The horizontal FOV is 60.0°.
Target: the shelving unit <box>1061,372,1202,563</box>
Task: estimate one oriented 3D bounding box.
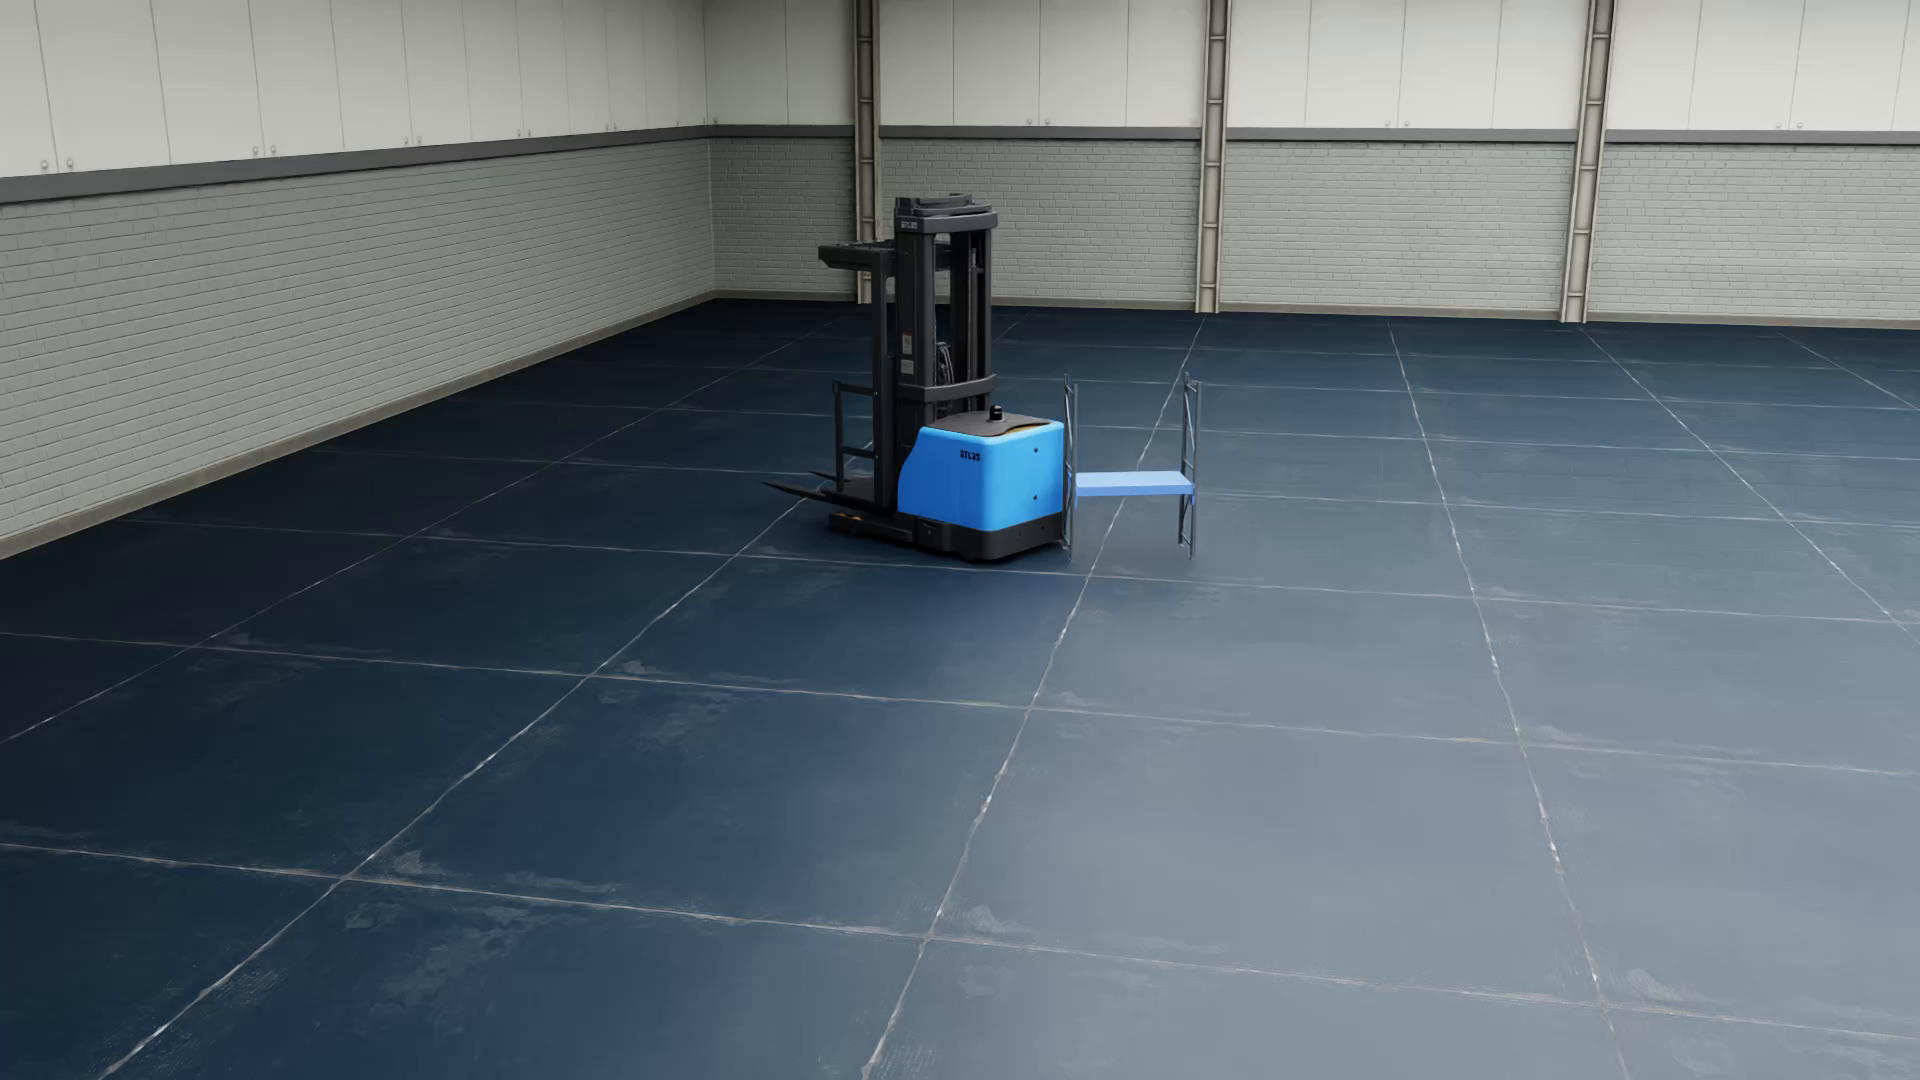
[{"bbox_3d":[1.416,-0.608,13.878,1.048,1.500,0.538,-1,16,-5],"label":"shelving unit"}]

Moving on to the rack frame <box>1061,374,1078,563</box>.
[{"bbox_3d":[0.910,-0.595,13.831,0.032,1.500,0.500,-1,16,-5],"label":"rack frame"}]

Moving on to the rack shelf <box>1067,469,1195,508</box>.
[{"bbox_3d":[1.416,-0.435,13.926,1.000,0.185,0.538,-1,16,-5],"label":"rack shelf"}]

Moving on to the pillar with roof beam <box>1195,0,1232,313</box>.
[{"bbox_3d":[3.412,-7.153,23.459,0.400,9.000,9.100,3,16,11],"label":"pillar with roof beam"}]

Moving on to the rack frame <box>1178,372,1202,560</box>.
[{"bbox_3d":[1.922,-0.621,13.925,0.032,1.500,0.500,-1,16,-5],"label":"rack frame"}]

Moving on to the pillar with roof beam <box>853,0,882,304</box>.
[{"bbox_3d":[-2.468,-7.472,24.611,0.400,9.000,9.100,3,16,11],"label":"pillar with roof beam"}]

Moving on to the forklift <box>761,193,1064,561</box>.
[{"bbox_3d":[-0.529,-1.544,14.577,3.031,2.935,1.130,13,20,40],"label":"forklift"}]

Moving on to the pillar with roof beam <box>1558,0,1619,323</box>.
[{"bbox_3d":[9.292,-6.834,22.307,0.400,9.000,9.100,3,16,11],"label":"pillar with roof beam"}]
